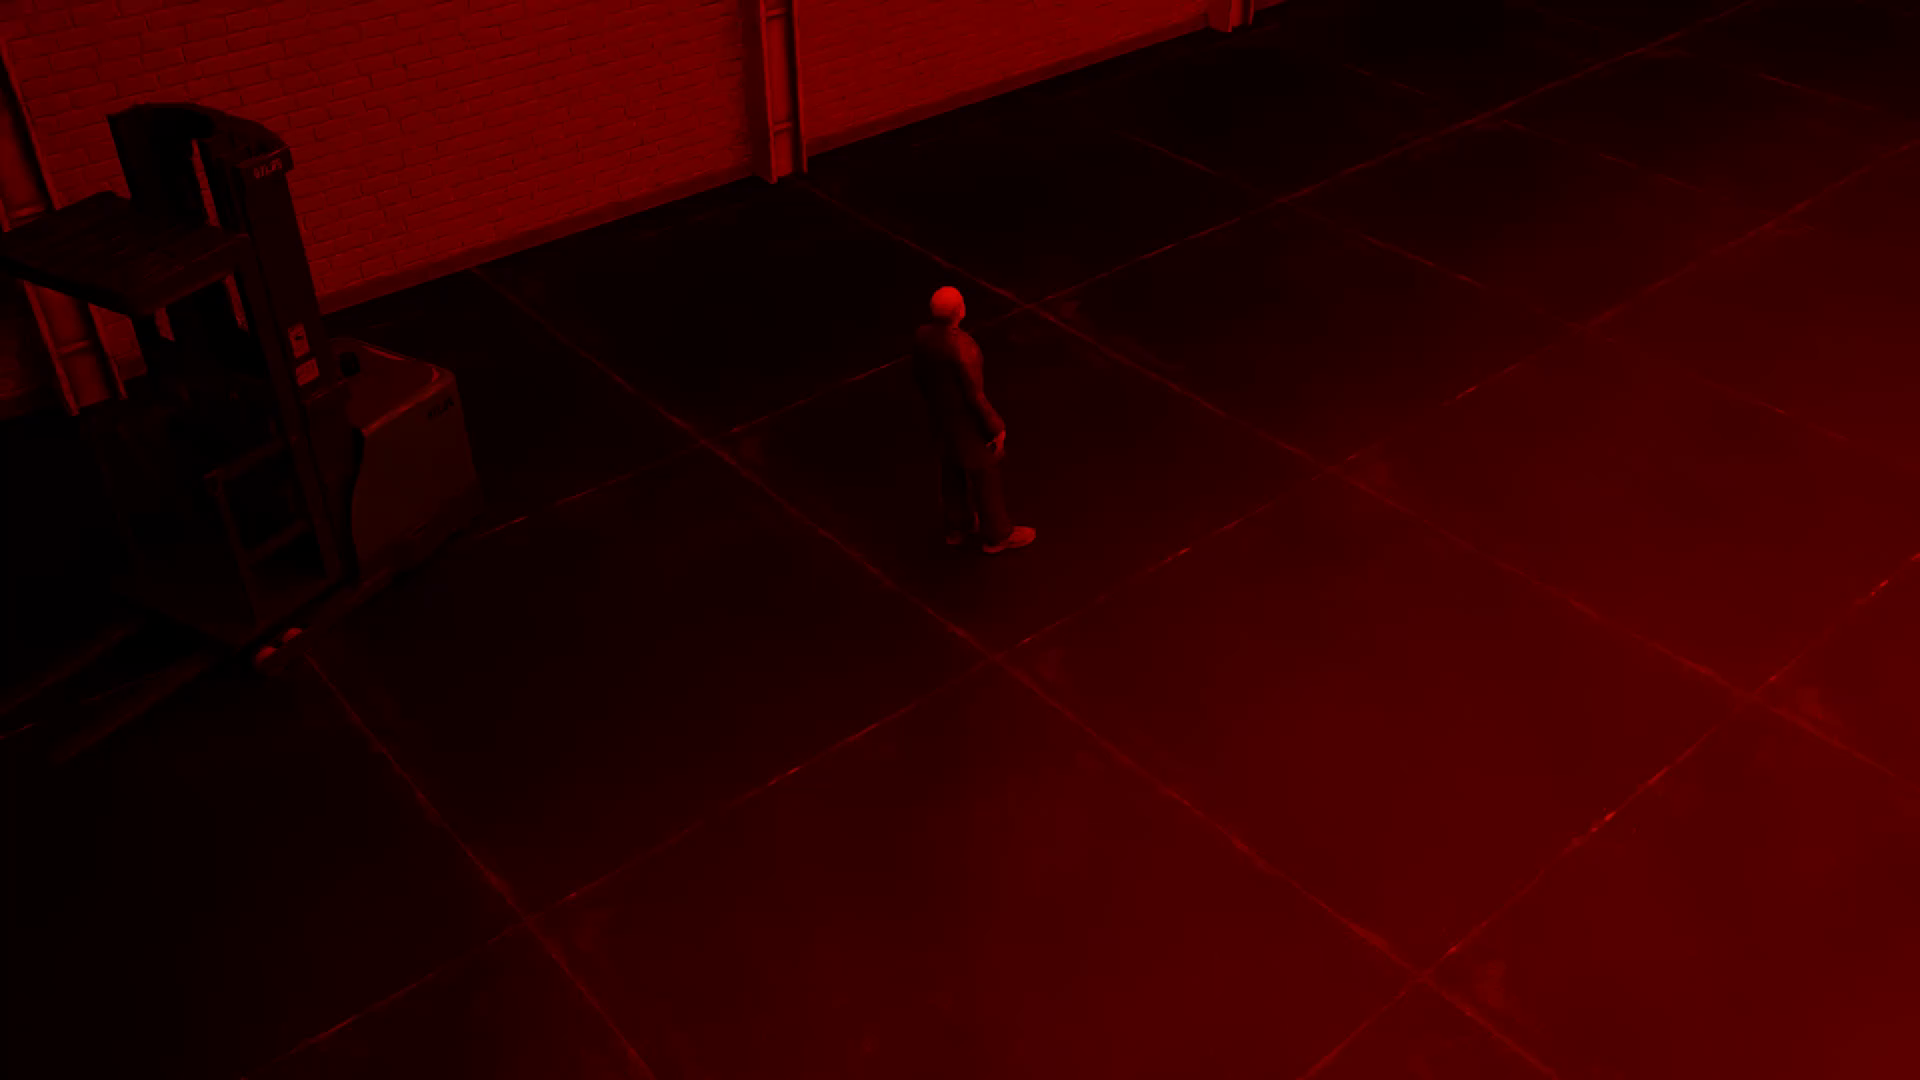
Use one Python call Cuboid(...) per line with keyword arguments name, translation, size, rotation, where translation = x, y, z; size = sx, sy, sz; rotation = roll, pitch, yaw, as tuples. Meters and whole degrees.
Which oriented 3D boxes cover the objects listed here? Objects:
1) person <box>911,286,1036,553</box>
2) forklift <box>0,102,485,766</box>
Cuboid(name="person", translation=(0.073, -0.755, 10.014), size=(0.580, 1.776, 0.694), rotation=(-27, 44, -32))
Cuboid(name="forklift", translation=(-4.211, -0.720, 9.004), size=(1.130, 2.935, 3.031), rotation=(19, 40, 23))
